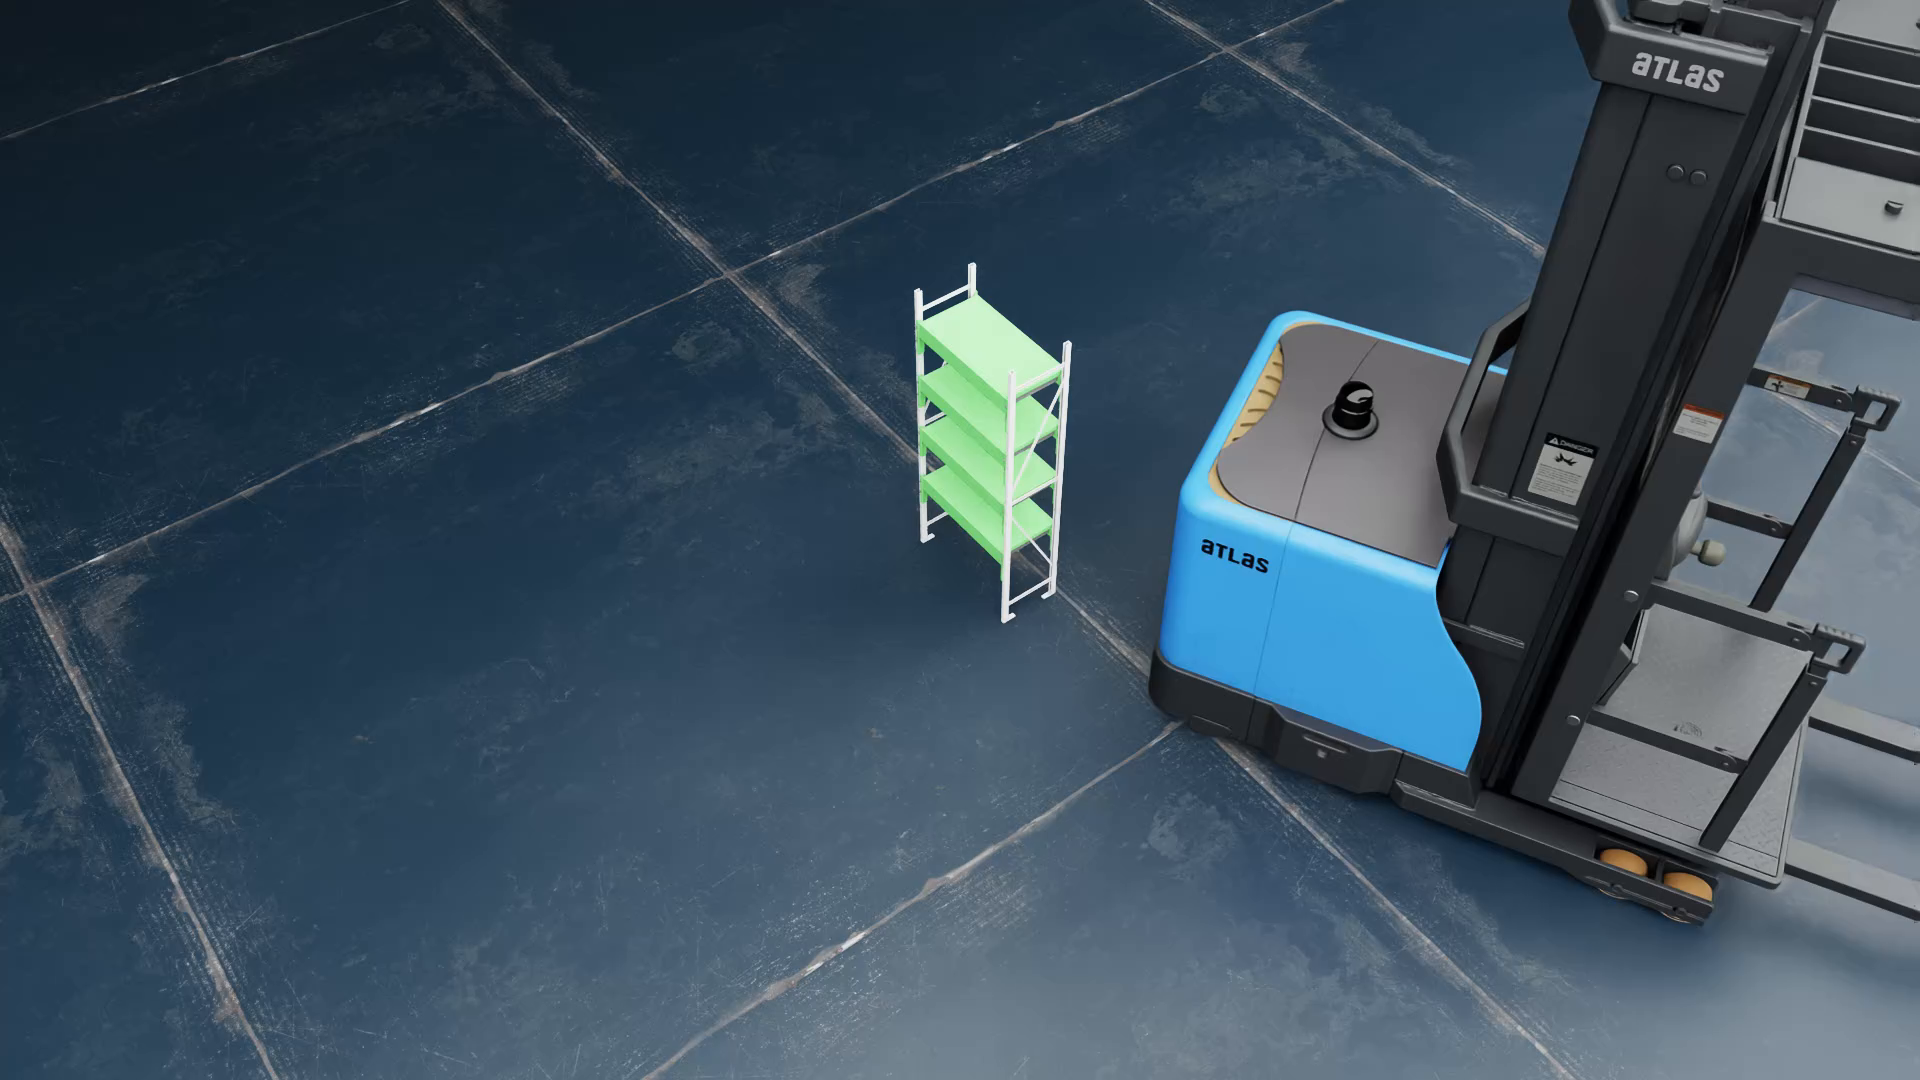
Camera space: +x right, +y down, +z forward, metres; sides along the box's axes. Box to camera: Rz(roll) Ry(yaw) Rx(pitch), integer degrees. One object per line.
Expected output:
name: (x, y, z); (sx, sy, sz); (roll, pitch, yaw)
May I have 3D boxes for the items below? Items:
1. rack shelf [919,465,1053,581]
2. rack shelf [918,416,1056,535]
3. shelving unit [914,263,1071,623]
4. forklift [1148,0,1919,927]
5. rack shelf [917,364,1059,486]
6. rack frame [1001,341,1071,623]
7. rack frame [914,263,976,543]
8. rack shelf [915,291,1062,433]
rack shelf: (0.100, -0.101, 5.942); (0.258, 0.148, 0.480); (-29, 54, -24)
rack shelf: (0.100, -0.262, 5.764); (0.258, 0.148, 0.480); (-29, 54, -24)
shelving unit: (0.100, -0.305, 5.717); (0.258, 1.200, 0.503); (-29, 54, -24)
forklift: (2.201, -0.250, 4.498); (3.031, 2.935, 1.130); (20, 51, 17)
rack shelf: (0.100, -0.424, 5.587); (0.258, 0.148, 0.480); (-29, 54, -24)
rack frame: (0.248, -0.162, 5.587); (0.240, 1.200, 0.015); (-29, 54, -24)
rack frame: (-0.048, -0.449, 5.847); (0.240, 1.200, 0.015); (-29, 54, -24)
rack shelf: (0.100, -0.585, 5.409); (0.258, 0.148, 0.480); (-29, 54, -24)
